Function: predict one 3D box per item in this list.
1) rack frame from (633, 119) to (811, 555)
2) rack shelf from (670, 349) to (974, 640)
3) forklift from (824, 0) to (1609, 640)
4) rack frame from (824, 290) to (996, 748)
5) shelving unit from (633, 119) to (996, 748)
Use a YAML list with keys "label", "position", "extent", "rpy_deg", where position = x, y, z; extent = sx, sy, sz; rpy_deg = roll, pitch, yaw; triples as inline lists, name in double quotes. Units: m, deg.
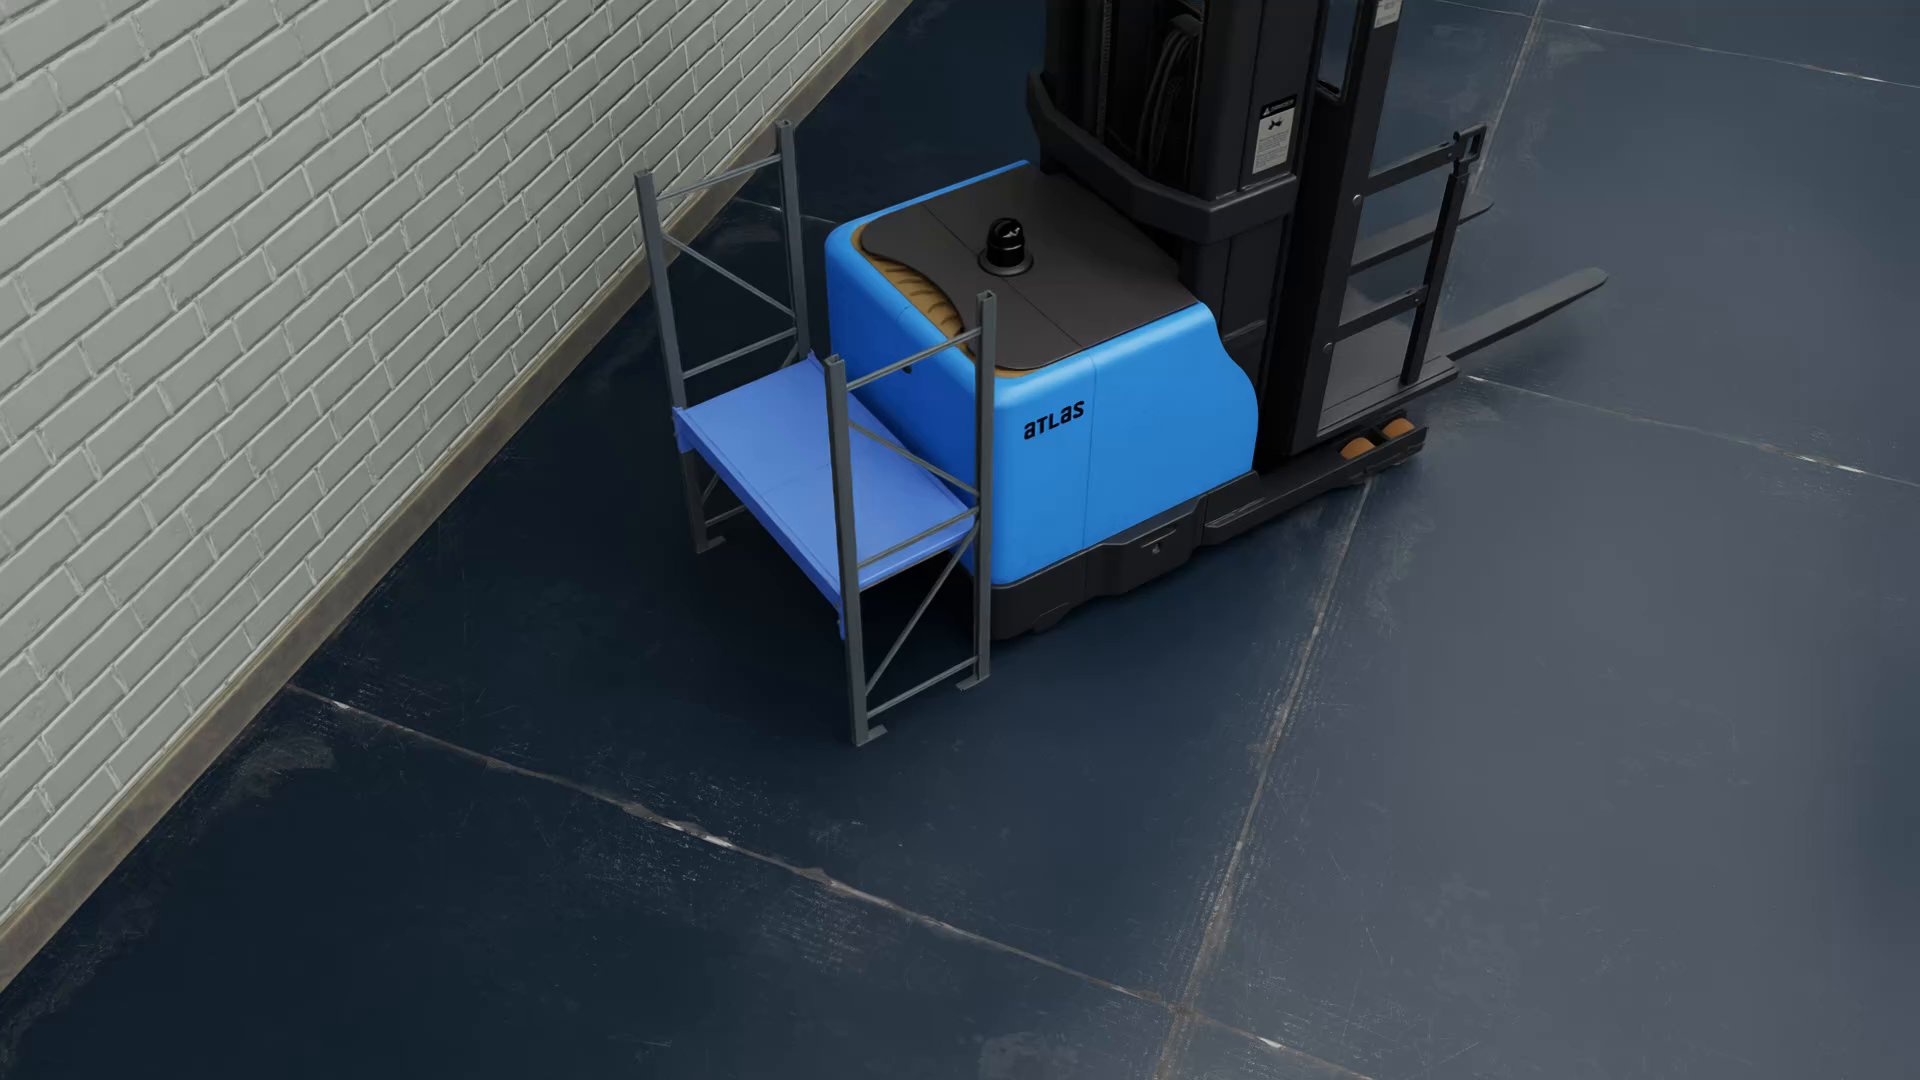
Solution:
- label: "rack frame"
  position: [-0.702, -0.590, 5.280]
  extent: [0.500, 1.500, 0.032]
  rpy_deg: [-26, 51, -24]
- label: "rack shelf"
  position: [-0.411, -0.169, 5.111]
  extent: [0.538, 0.185, 1.000]
  rpy_deg: [-26, 51, -24]
- label: "forklift"
  position: [1.074, -1.528, 5.208]
  extent: [3.031, 2.935, 1.130]
  rpy_deg: [-24, 50, -23]
- label: "rack frame"
  position: [-0.120, -0.002, 4.688]
  extent: [0.500, 1.500, 0.032]
  rpy_deg: [-26, 51, -24]
- label: "shelving unit"
  position: [-0.411, -0.296, 4.984]
  extent: [0.538, 1.500, 1.048]
  rpy_deg: [-26, 51, -24]
